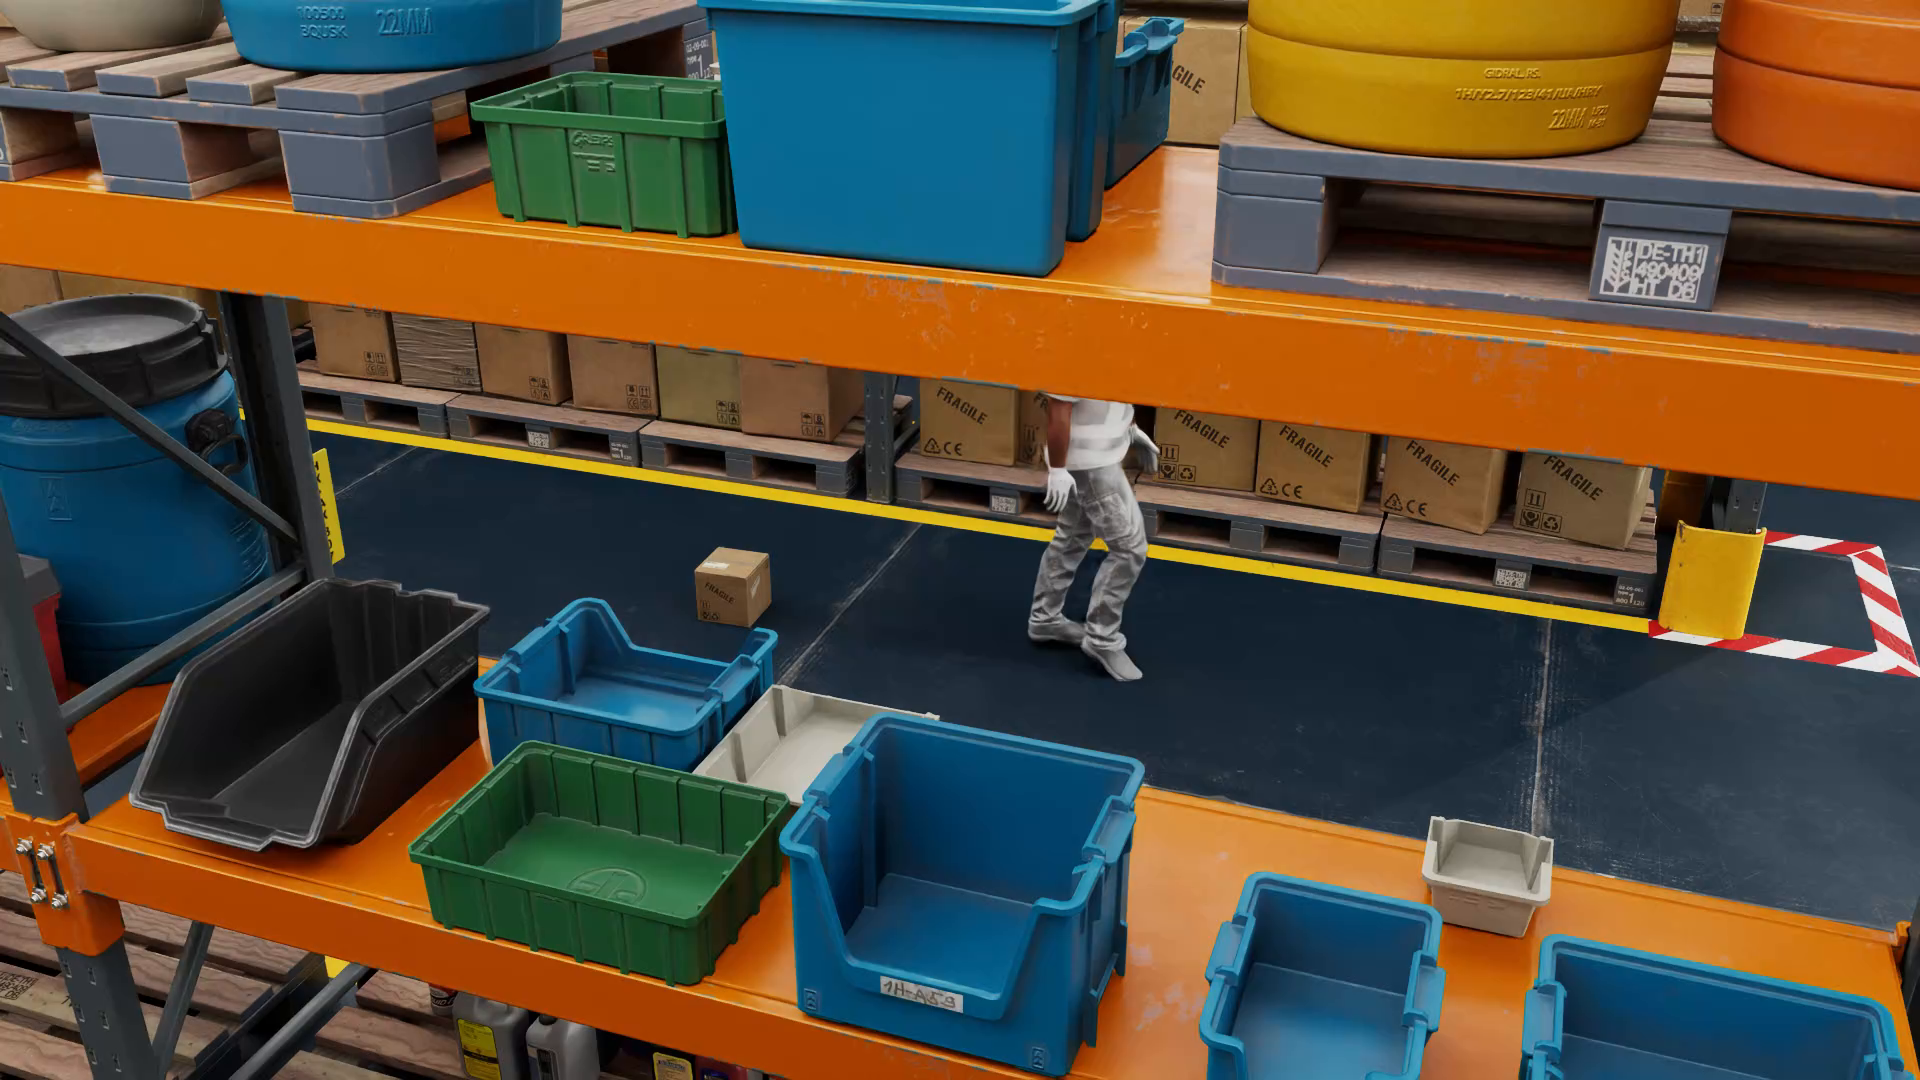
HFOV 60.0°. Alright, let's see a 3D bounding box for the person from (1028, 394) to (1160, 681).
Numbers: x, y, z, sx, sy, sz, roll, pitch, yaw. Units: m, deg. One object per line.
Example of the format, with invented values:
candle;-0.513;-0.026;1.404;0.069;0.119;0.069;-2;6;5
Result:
person;0.545;-0.313;6.759;0.526;1.842;0.564;6;26;12
